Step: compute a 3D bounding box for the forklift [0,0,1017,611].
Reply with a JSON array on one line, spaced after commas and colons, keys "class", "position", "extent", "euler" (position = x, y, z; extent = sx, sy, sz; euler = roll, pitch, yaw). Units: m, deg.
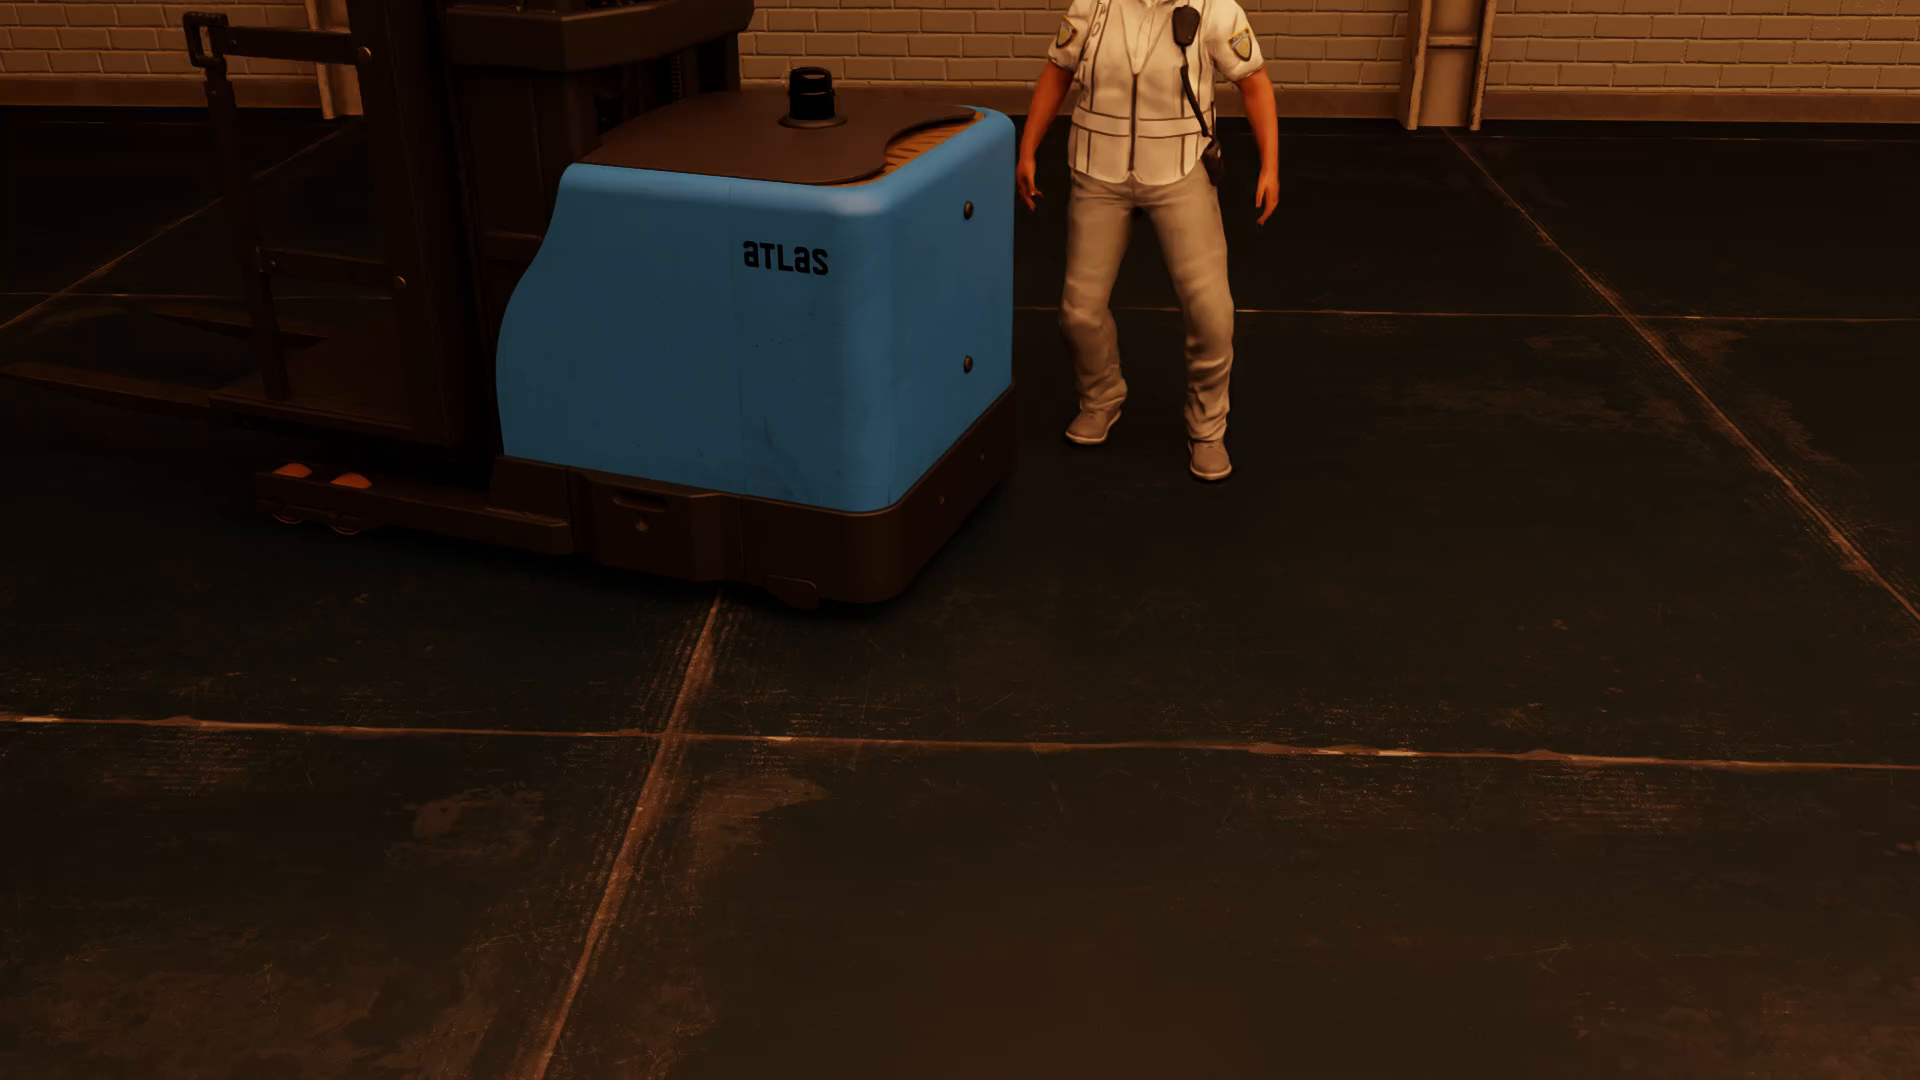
[{"class": "forklift", "position": [-1.410, -1.534, 4.318], "extent": [3.031, 2.935, 1.130], "euler": [9, 28, 18]}]

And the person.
[{"class": "person", "position": [0.529, -1.022, 4.762], "extent": [0.763, 1.621, 0.473], "euler": [7, 27, 14]}]
